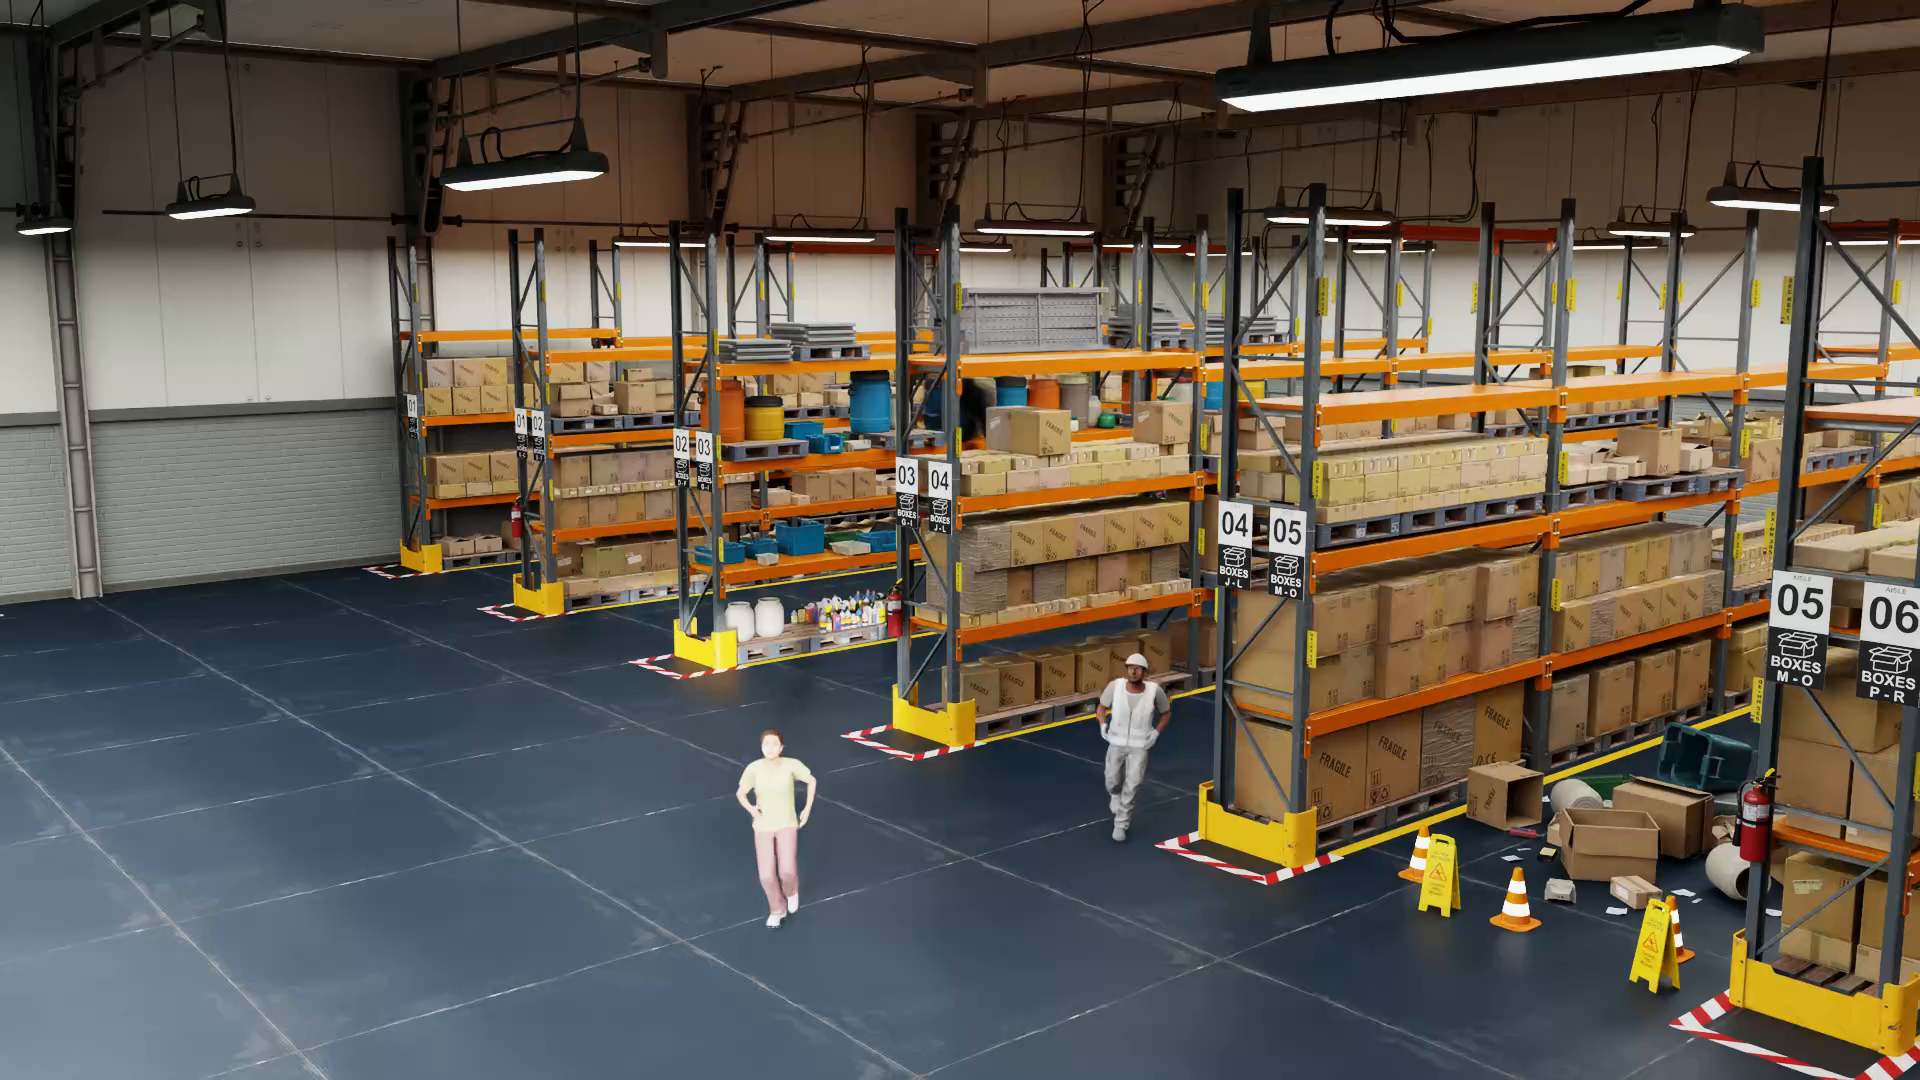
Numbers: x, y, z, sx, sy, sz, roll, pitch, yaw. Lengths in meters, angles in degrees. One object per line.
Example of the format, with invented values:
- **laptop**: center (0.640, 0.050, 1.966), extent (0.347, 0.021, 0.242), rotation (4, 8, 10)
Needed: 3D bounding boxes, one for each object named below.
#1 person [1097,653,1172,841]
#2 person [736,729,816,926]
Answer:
- **person**: center (1.640, 1.915, 15.723), extent (0.700, 1.747, 0.706), rotation (2, 9, 13)
- **person**: center (-1.484, 2.322, 13.349), extent (0.626, 1.639, 0.524), rotation (0, 9, 0)
